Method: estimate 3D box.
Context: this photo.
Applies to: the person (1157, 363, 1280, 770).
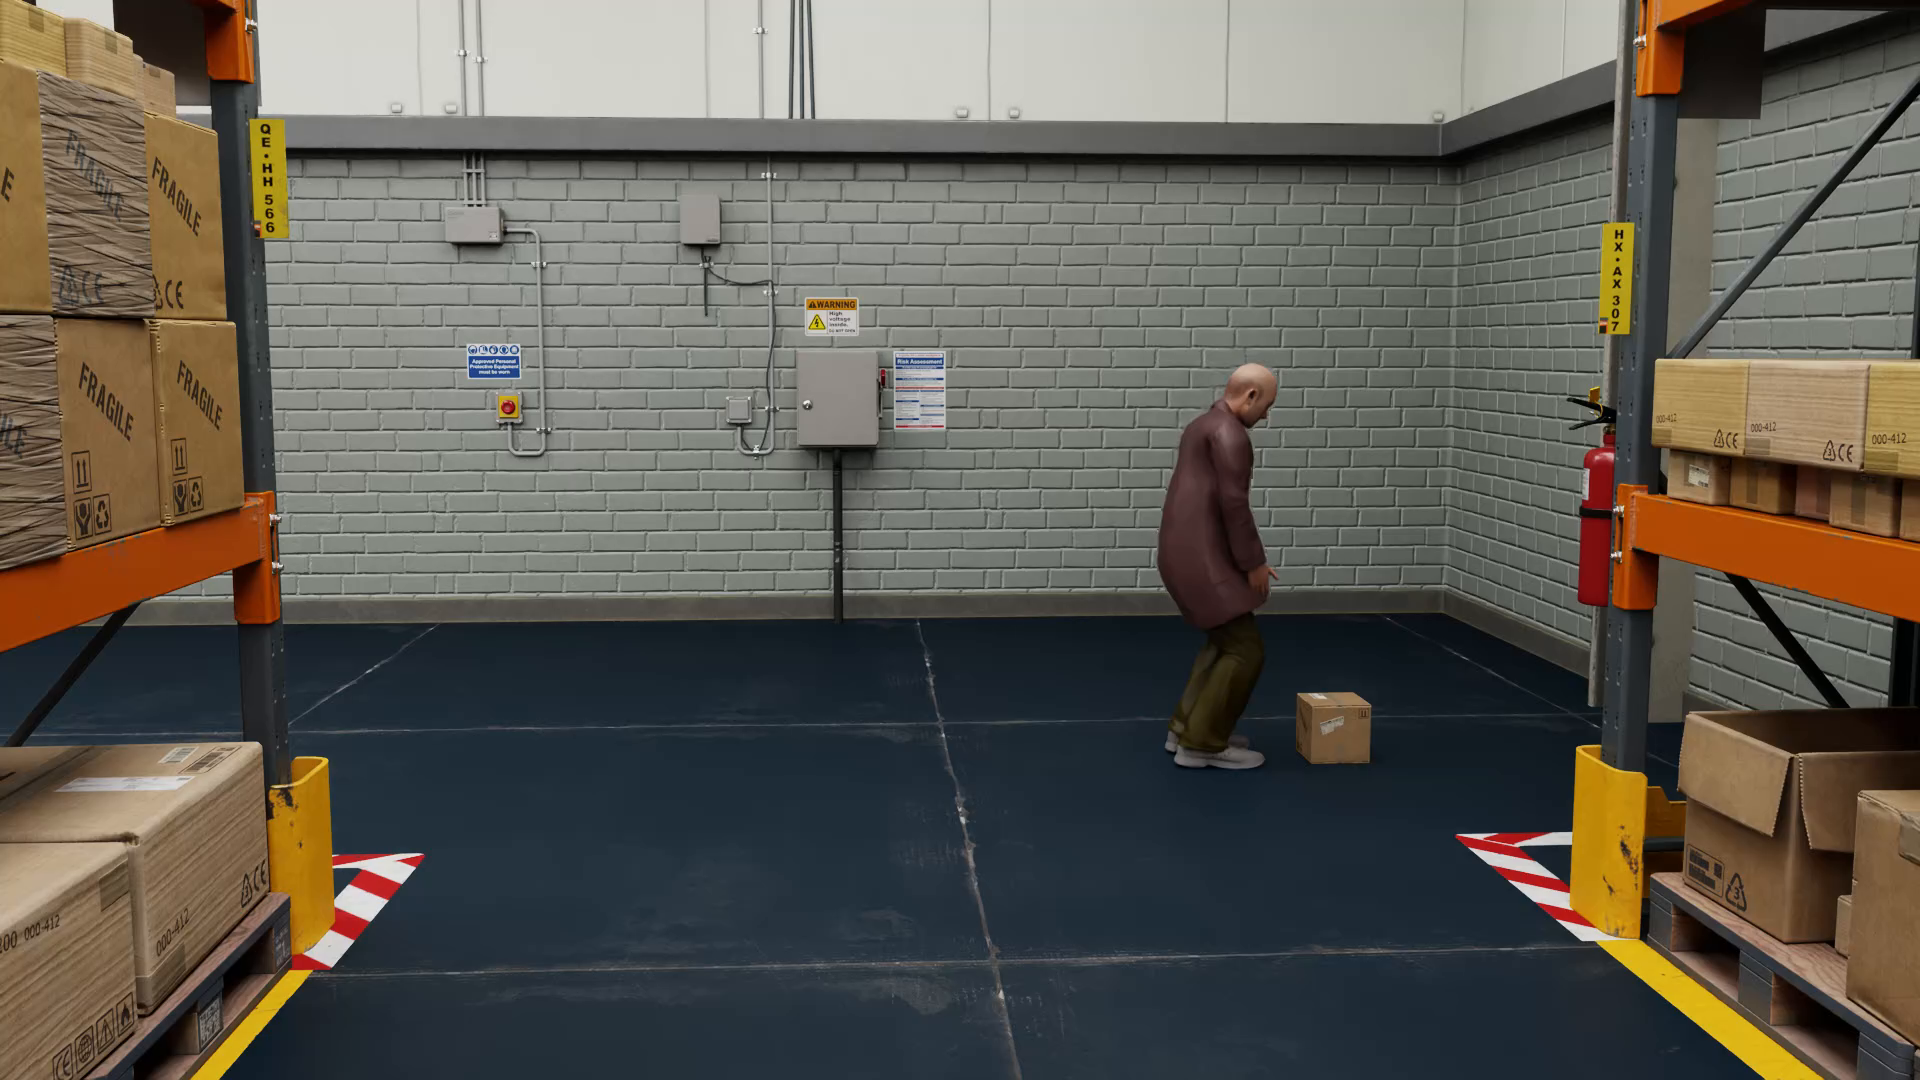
[{"bbox_3d":[1.077,0.101,6.966,0.503,1.666,0.607,0,7,-2],"label":"person"}]
